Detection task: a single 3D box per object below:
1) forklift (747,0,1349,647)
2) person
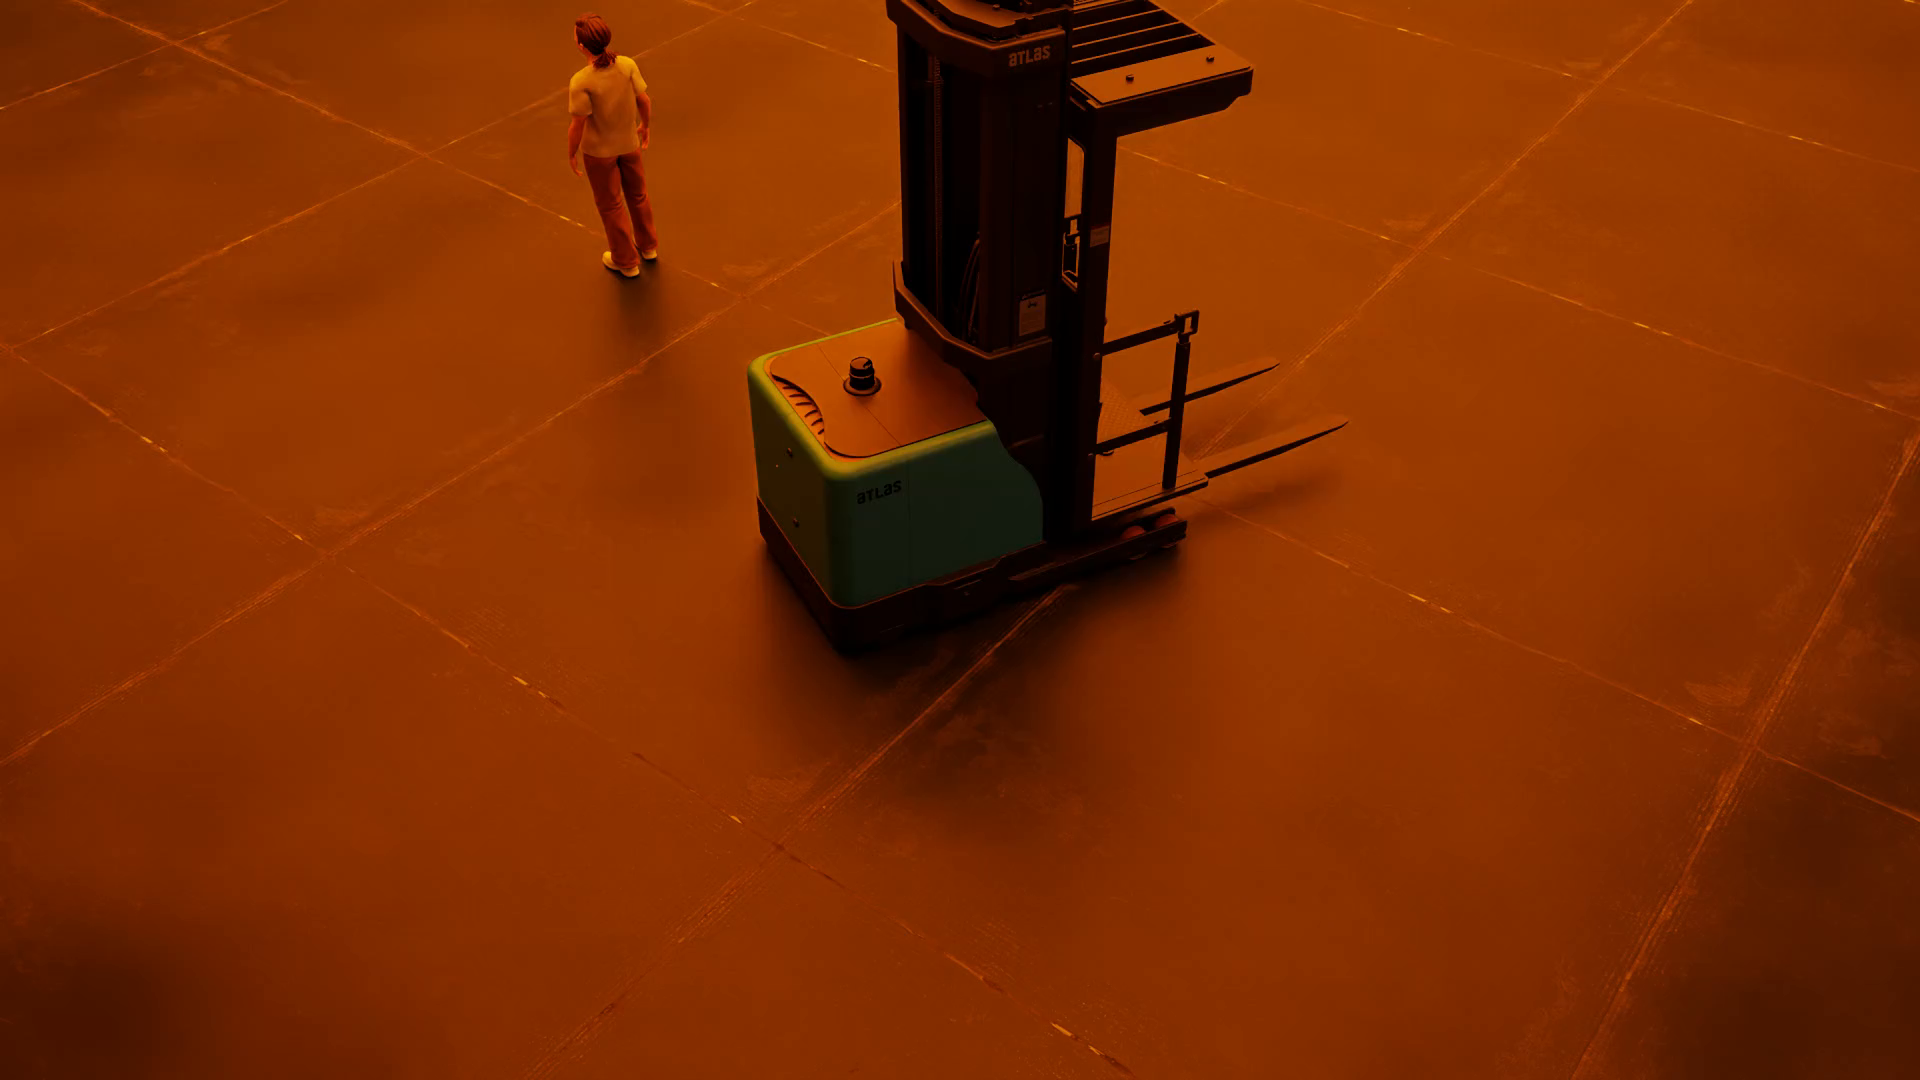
[{"bbox_3d":[0.550,-1.304,7.603,3.031,2.935,1.130,-19,44,-21],"label":"forklift"},{"bbox_3d":[-2.072,-2.322,9.754,0.553,1.674,0.548,-26,47,-28],"label":"person"}]
